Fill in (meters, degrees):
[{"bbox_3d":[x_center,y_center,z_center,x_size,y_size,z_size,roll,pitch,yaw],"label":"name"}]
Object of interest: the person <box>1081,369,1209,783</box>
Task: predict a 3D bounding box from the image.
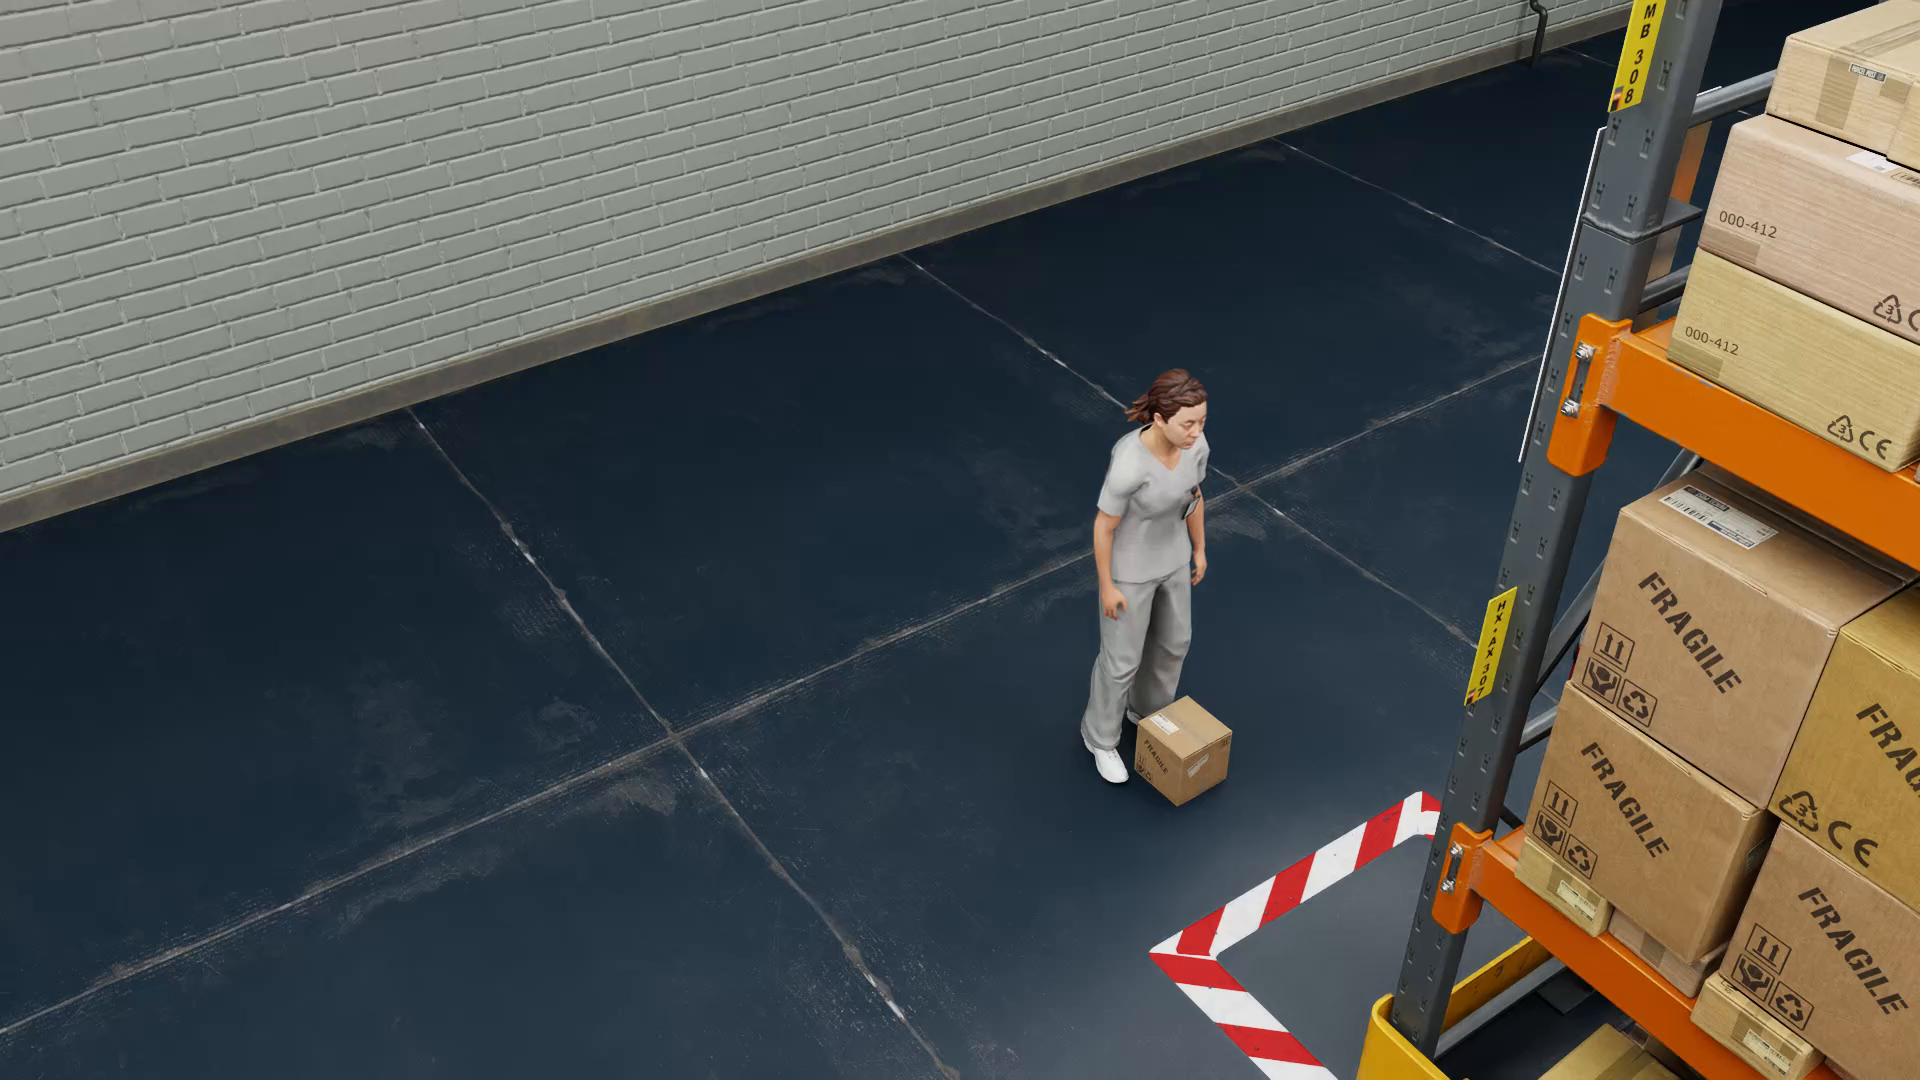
[{"bbox_3d":[0.687,0.106,6.005,0.486,1.673,0.358,-22,42,-27],"label":"person"}]
